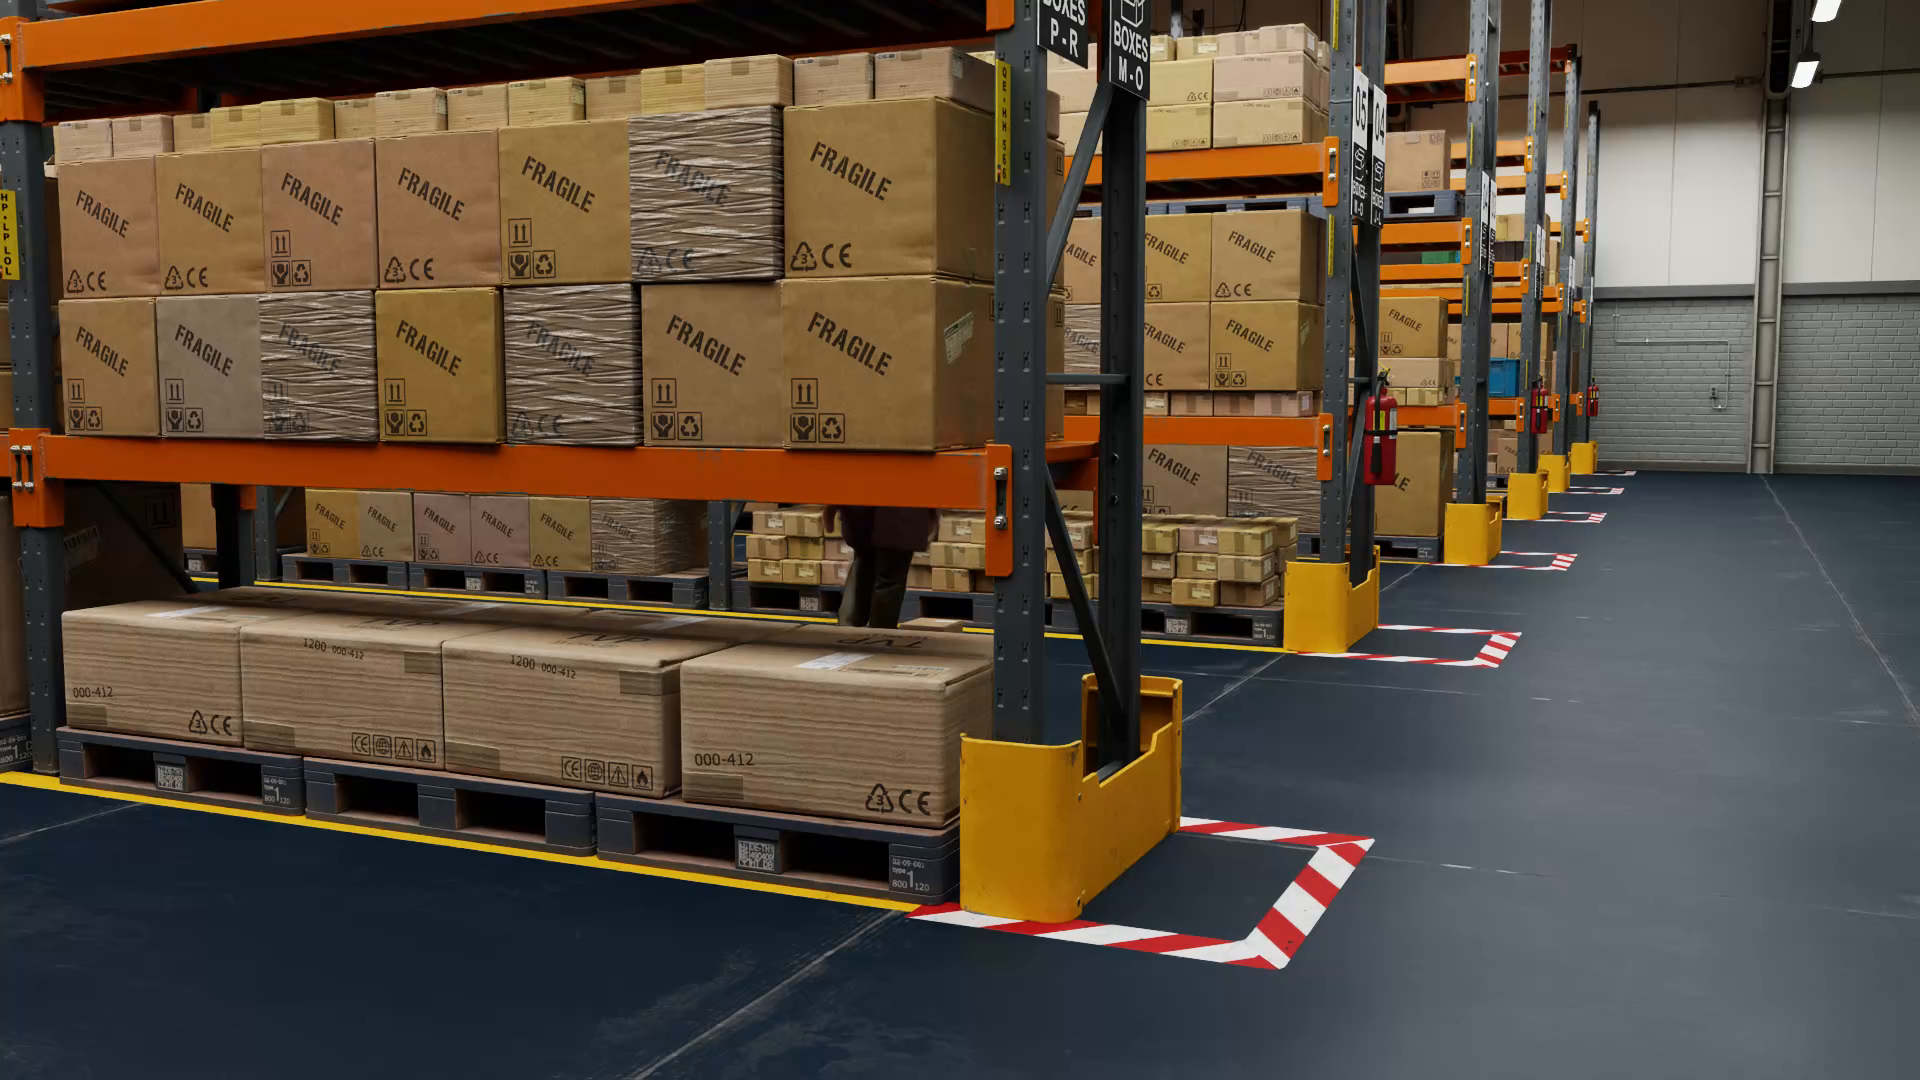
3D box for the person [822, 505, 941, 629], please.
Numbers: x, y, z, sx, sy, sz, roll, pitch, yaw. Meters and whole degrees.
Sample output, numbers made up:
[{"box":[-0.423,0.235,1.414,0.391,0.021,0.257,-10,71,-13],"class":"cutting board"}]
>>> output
[{"box":[-0.344,-0.180,8.202,0.639,1.786,0.486,1,6,14],"class":"person"}]
